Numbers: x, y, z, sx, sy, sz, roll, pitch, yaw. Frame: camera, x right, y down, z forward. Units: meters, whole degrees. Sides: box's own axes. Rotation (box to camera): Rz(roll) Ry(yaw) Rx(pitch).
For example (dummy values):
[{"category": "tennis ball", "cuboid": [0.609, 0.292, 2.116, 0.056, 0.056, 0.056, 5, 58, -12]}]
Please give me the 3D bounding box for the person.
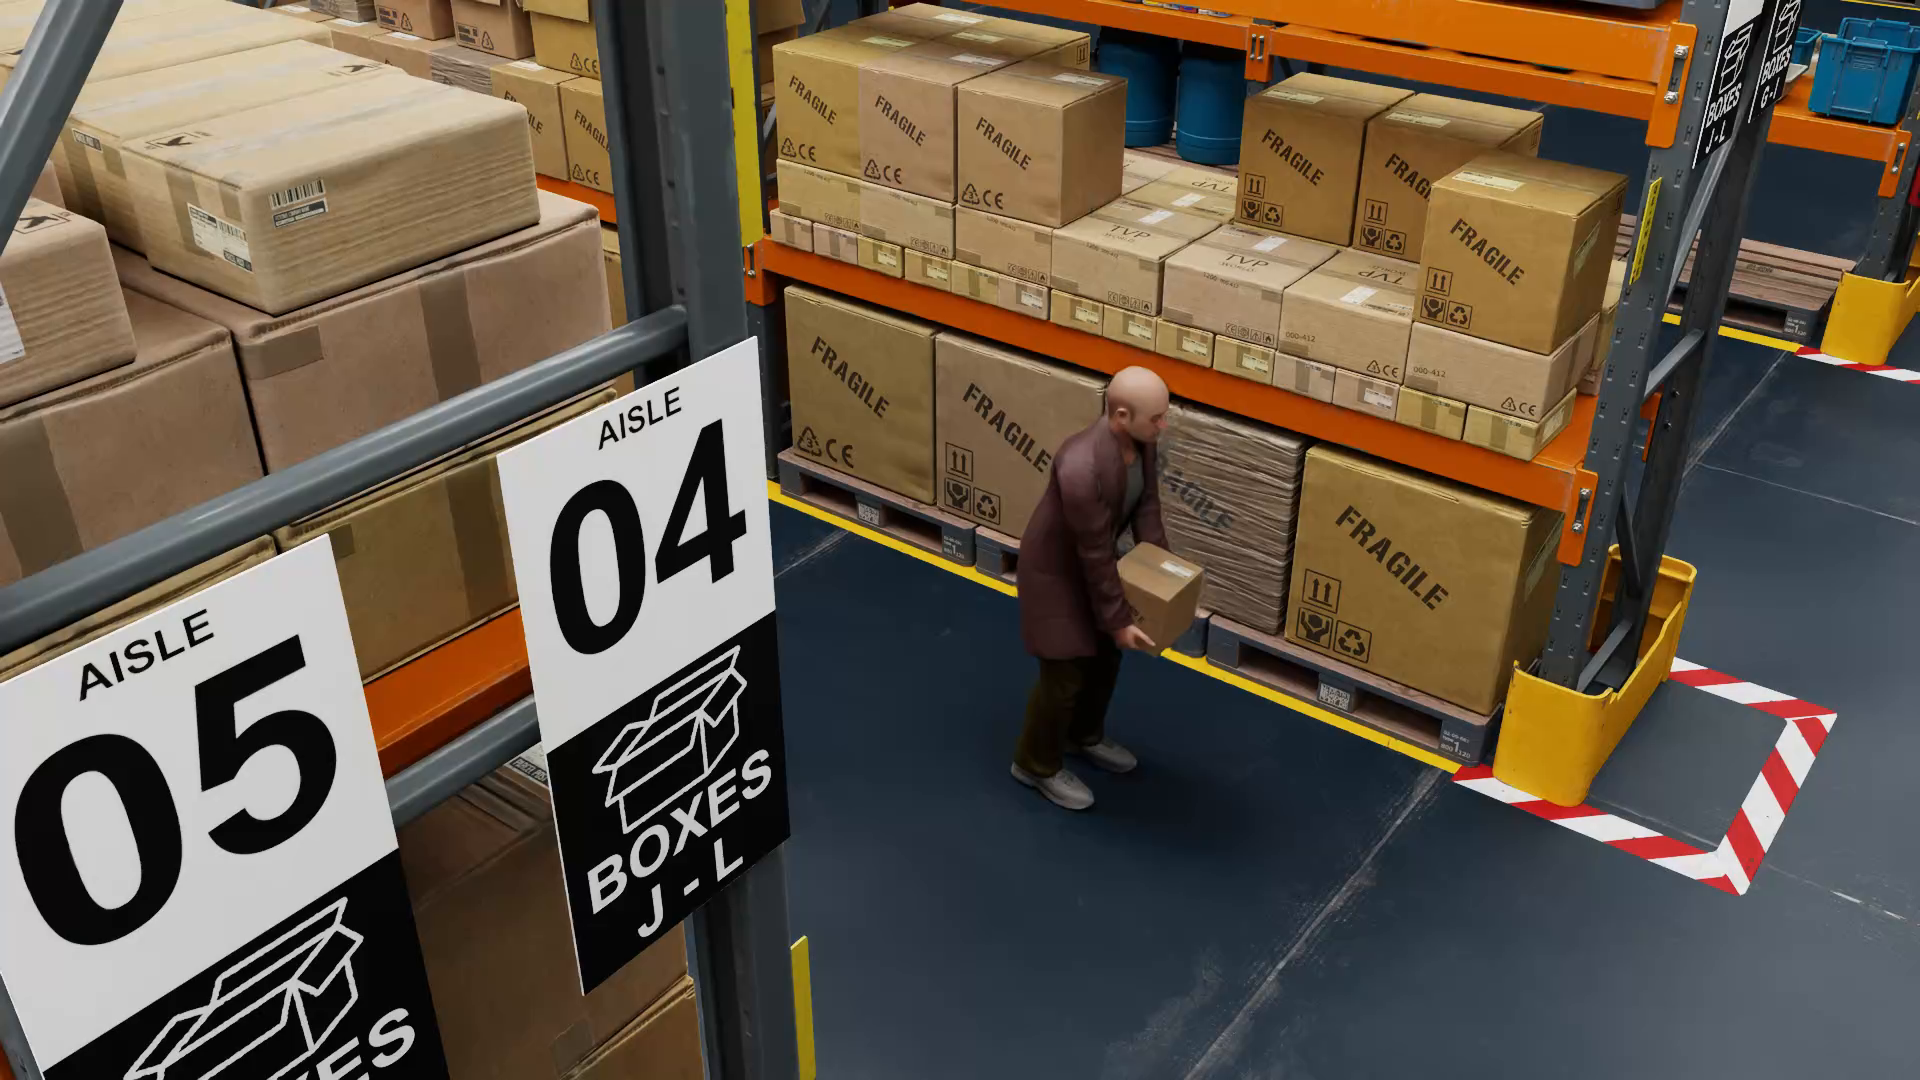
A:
[{"category": "person", "cuboid": [0.494, 0.177, 5.888, 0.605, 1.742, 0.518, 20, 36, 31]}]
